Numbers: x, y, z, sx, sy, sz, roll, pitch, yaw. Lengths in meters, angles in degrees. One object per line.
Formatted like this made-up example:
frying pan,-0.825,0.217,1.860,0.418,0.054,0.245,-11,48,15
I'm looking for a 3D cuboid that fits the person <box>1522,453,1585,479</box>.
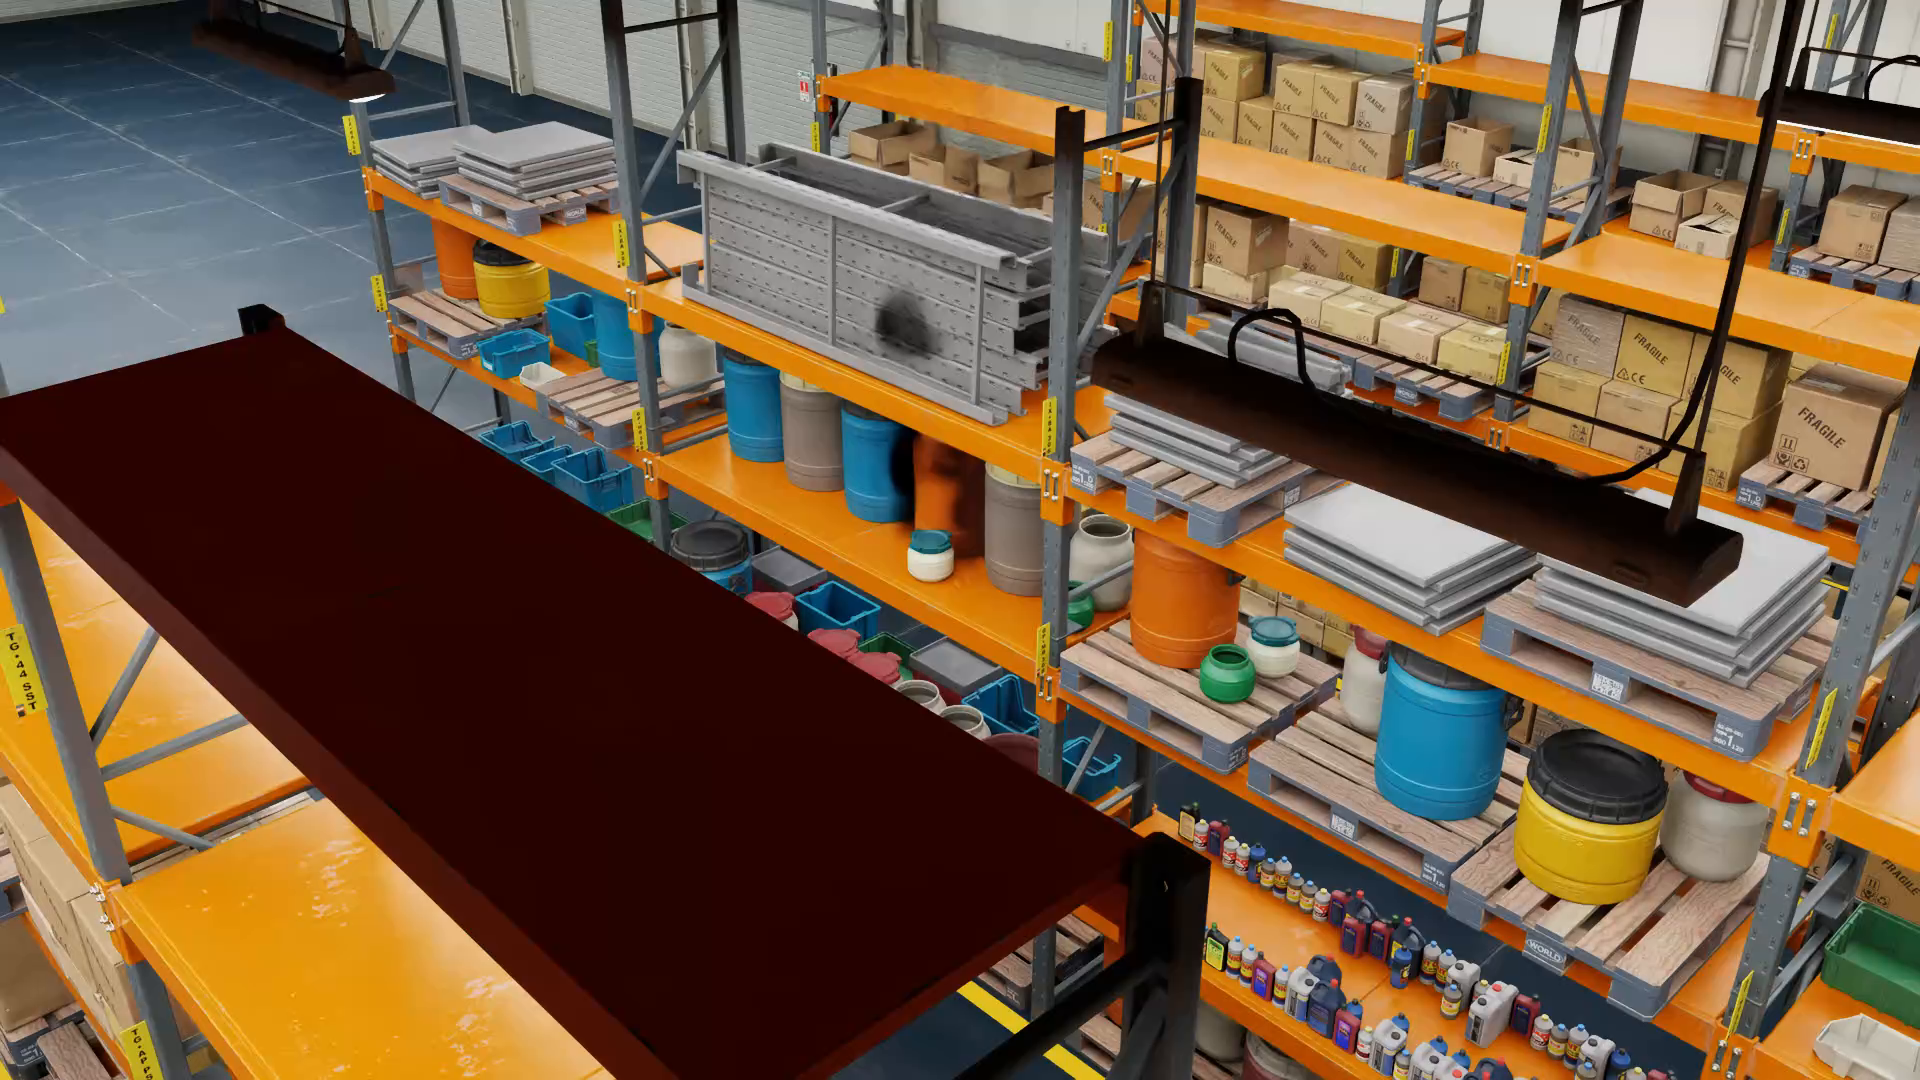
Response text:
person,5.716,-0.428,15.787,0.909,1.809,0.608,21,35,34
